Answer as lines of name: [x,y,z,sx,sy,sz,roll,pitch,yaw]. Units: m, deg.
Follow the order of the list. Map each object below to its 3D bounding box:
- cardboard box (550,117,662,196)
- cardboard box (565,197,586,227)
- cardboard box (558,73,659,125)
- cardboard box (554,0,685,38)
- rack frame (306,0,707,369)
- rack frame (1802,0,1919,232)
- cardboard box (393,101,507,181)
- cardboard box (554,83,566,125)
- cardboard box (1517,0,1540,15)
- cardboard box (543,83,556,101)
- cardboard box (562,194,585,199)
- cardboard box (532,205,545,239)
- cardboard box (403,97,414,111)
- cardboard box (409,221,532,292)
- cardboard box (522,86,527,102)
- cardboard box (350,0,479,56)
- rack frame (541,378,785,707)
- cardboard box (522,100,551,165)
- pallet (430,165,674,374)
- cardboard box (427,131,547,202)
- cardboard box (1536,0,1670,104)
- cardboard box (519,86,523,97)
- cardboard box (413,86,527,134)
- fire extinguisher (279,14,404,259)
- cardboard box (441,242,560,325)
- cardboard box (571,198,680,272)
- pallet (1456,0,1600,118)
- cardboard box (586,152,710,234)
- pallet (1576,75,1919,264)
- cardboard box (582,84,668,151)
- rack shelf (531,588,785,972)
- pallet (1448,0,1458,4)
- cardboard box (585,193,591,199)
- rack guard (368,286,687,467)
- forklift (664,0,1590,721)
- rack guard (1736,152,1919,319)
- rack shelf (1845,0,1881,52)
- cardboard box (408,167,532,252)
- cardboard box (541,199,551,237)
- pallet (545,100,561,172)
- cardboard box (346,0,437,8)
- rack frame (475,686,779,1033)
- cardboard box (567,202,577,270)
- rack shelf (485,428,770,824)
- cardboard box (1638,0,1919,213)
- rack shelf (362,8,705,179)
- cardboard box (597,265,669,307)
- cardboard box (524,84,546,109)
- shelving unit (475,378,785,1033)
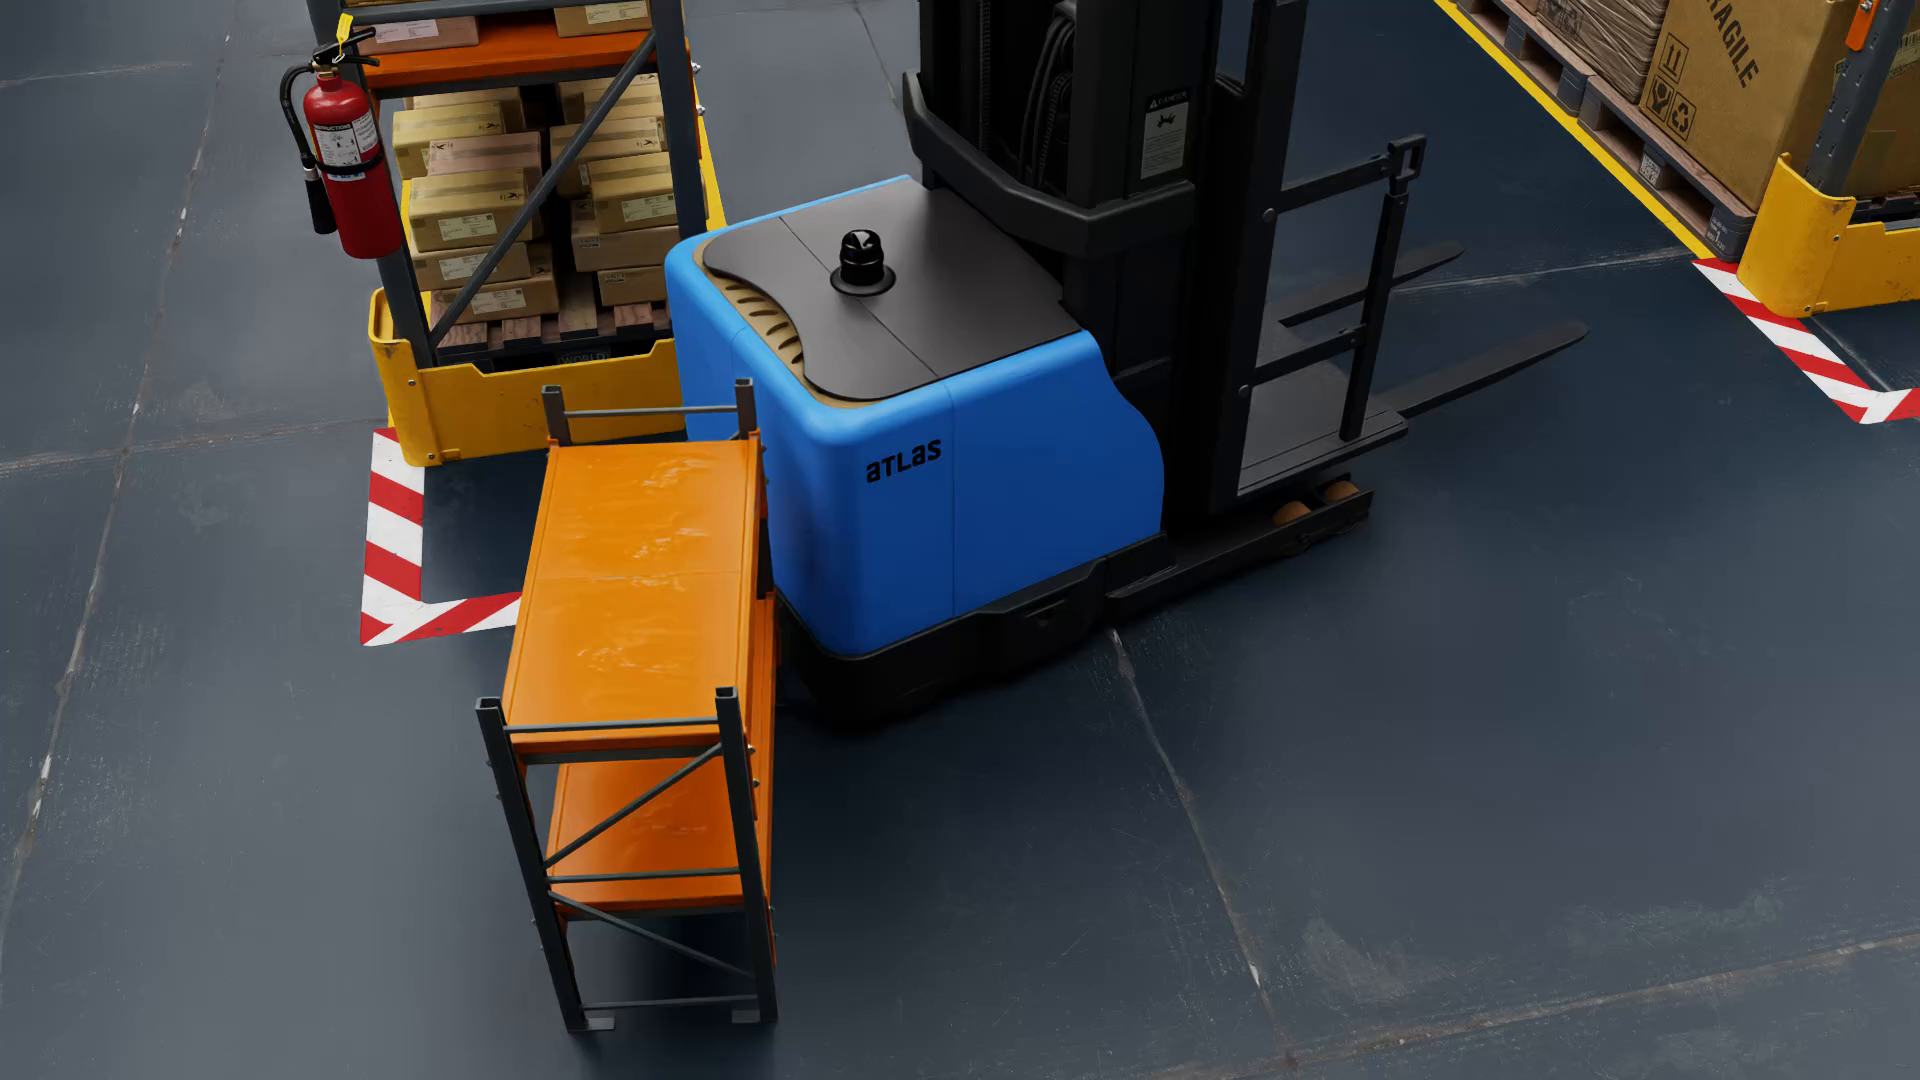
cardboard box: [-1.253,-1.364,5.910,0.380,0.149,0.250,-8,42,-9]
cardboard box: [-1.292,-1.295,6.281,0.380,0.149,0.250,-8,42,-9]
cardboard box: [-1.316,-1.695,6.283,0.380,0.149,0.250,-10,43,-11]
cardboard box: [-1.044,-1.664,5.054,0.380,0.149,0.250,-9,42,-10]
rack frame: [-1.294,-1.501,4.681,1.000,3.000,0.127,-8,42,-9]
rack frame: [3.570,-2.146,5.408,1.000,3.000,0.127,-8,42,-9]
cardboard box: [-1.834,-1.442,5.998,0.380,0.149,0.250,-9,42,-10]
cardboard box: [-1.400,-1.751,6.570,0.380,0.149,0.250,-10,43,-11]
cardboard box: [2.966,-3.079,7.743,0.875,0.875,0.875,-8,42,-9]
cardboard box: [-1.498,-1.921,6.762,0.380,0.149,0.250,-6,42,-7]
cardboard box: [-1.300,-1.411,6.187,0.380,0.149,0.250,-8,42,-9]
cardboard box: [-1.691,-1.181,5.929,0.380,0.149,0.250,-9,42,-10]
cardboard box: [-1.941,-1.785,6.384,0.380,0.149,0.250,-7,42,-8]
cardboard box: [-1.687,-1.004,5.729,0.380,0.149,0.250,-9,42,-10]
cardboard box: [-1.961,-1.734,6.775,0.380,0.149,0.250,-8,42,-8]
cardboard box: [-1.641,-1.578,4.957,0.380,0.149,0.250,-8,42,-9]
rack frame: [-0.746,0.051,4.345,0.500,1.125,0.032,-2,42,-3]
cardboard box: [-1.758,-1.530,6.321,0.380,0.149,0.250,-9,42,-10]
pallet: [-1.452,-1.039,6.262,1.003,0.211,1.213,-8,42,-9]
cardboard box: [-1.654,-1.292,5.829,0.380,0.149,0.250,-8,42,-8]
cardboard box: [3.158,-2.502,7.093,0.875,0.875,0.875,-8,42,-9]
cardboard box: [-1.962,-1.844,6.674,0.380,0.149,0.250,-6,42,-7]
cardboard box: [-1.828,-1.619,6.197,0.380,0.149,0.250,-10,43,-11]
fire extinguisher: [-1.691,-1.103,4.572,0.296,0.674,0.183,-8,42,-9]
cardboard box: [-1.612,-0.903,5.839,0.380,0.149,0.250,-8,42,-9]
cardboard box: [-1.157,-1.079,5.814,0.380,0.149,0.250,-7,42,-7]
pallet: [3.062,-2.400,7.794,1.003,0.211,1.213,-8,42,-9]
cardboard box: [-1.076,-1.203,5.728,0.380,0.149,0.250,-10,43,-11]
pallet: [3.321,-1.610,6.905,1.003,0.211,1.213,-8,42,-9]
cardboard box: [-1.182,-1.546,6.115,0.380,0.149,0.250,-8,42,-9]
rack shelf: [-0.714,0.571,4.128,0.538,0.278,1.000,-2,42,-3]
pallet: [2.795,-3.192,8.687,1.003,0.211,1.213,-8,42,-9]
cardboard box: [-1.161,-1.265,6.023,0.380,0.149,0.250,-9,42,-9]
rack guard: [-1.311,-0.615,5.567,1.175,0.500,0.348,-8,42,-9]
forklift: [0.705,-1.331,4.542,3.031,2.935,1.130,-22,46,-23]
rack guard: [3.576,-1.196,6.220,1.175,0.500,0.348,-8,42,-9]
rack shelf: [3.139,-3.174,7.107,1.077,0.370,4.000,-8,42,-9]
cardboard box: [-1.656,-1.121,5.637,0.380,0.149,0.250,-8,42,-9]
cardboard box: [-1.739,-1.239,6.217,0.380,0.149,0.250,-9,42,-9]
pallet: [-1.712,-1.828,7.151,1.003,0.211,1.213,-8,42,-9]
cardboard box: [-1.643,-1.904,4.836,0.500,0.500,0.500,-8,42,-8]
rack frame: [-0.682,0.725,3.586,0.500,1.125,0.032,-2,42,-3]
cardboard box: [-1.231,-1.135,6.101,0.380,0.149,0.250,-9,42,-9]
rack shelf: [-0.714,0.169,3.771,0.538,0.278,1.000,-2,42,-3]
cardboard box: [3.354,-1.912,6.429,0.875,0.875,0.875,-8,42,-9]
rack shelf: [-1.726,-2.528,6.381,1.077,0.370,4.000,-8,42,-9]
cardboard box: [-1.095,-0.977,5.923,0.380,0.149,0.250,-8,42,-8]
cardboard box: [-1.942,-1.908,6.971,0.380,0.149,0.250,-7,42,-8]
shelving unit: [-0.714,0.388,3.965,0.538,1.125,1.048,-2,42,-3]
